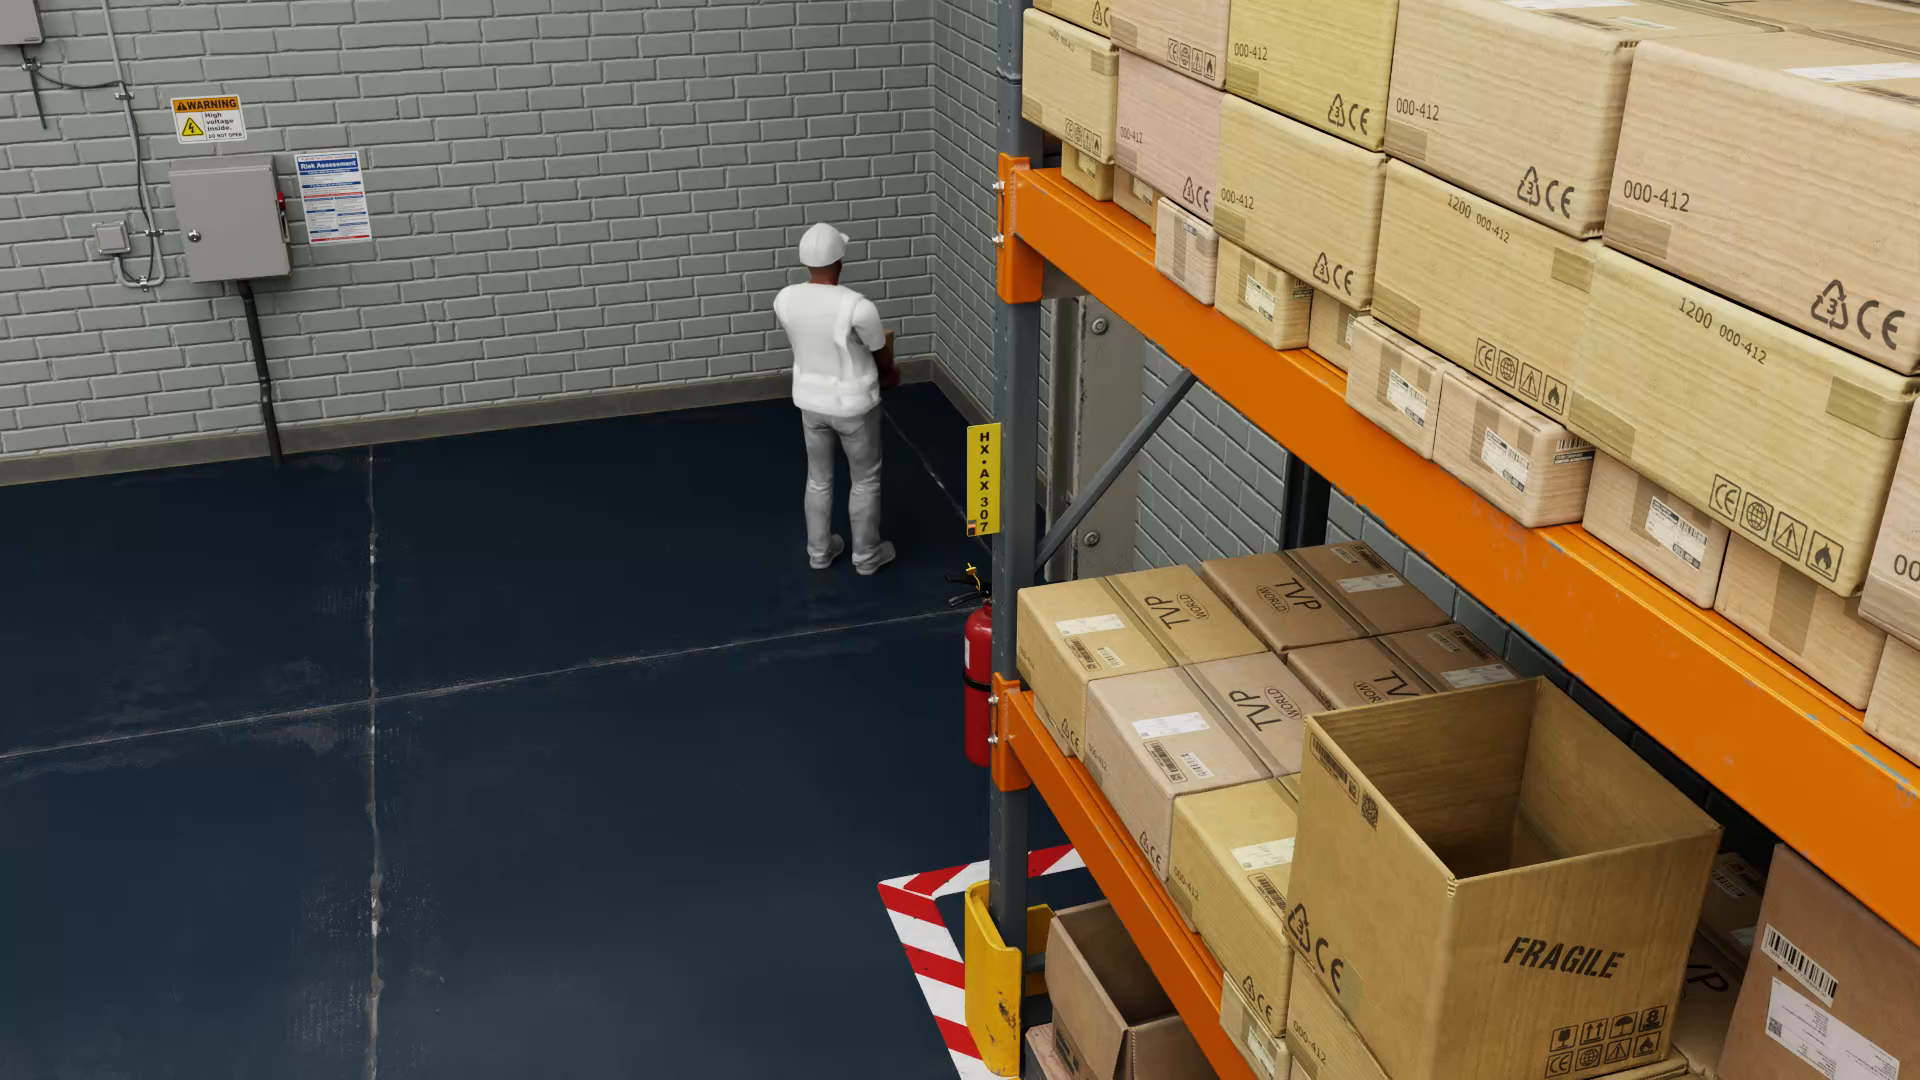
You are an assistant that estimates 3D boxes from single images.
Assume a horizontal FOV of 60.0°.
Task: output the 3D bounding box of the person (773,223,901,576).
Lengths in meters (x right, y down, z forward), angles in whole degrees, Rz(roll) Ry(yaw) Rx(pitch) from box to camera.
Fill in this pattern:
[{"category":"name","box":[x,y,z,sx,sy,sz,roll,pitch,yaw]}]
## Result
[{"category":"person","box":[-0.548,-0.687,7.983,0.513,1.769,0.573,12,29,23]}]
